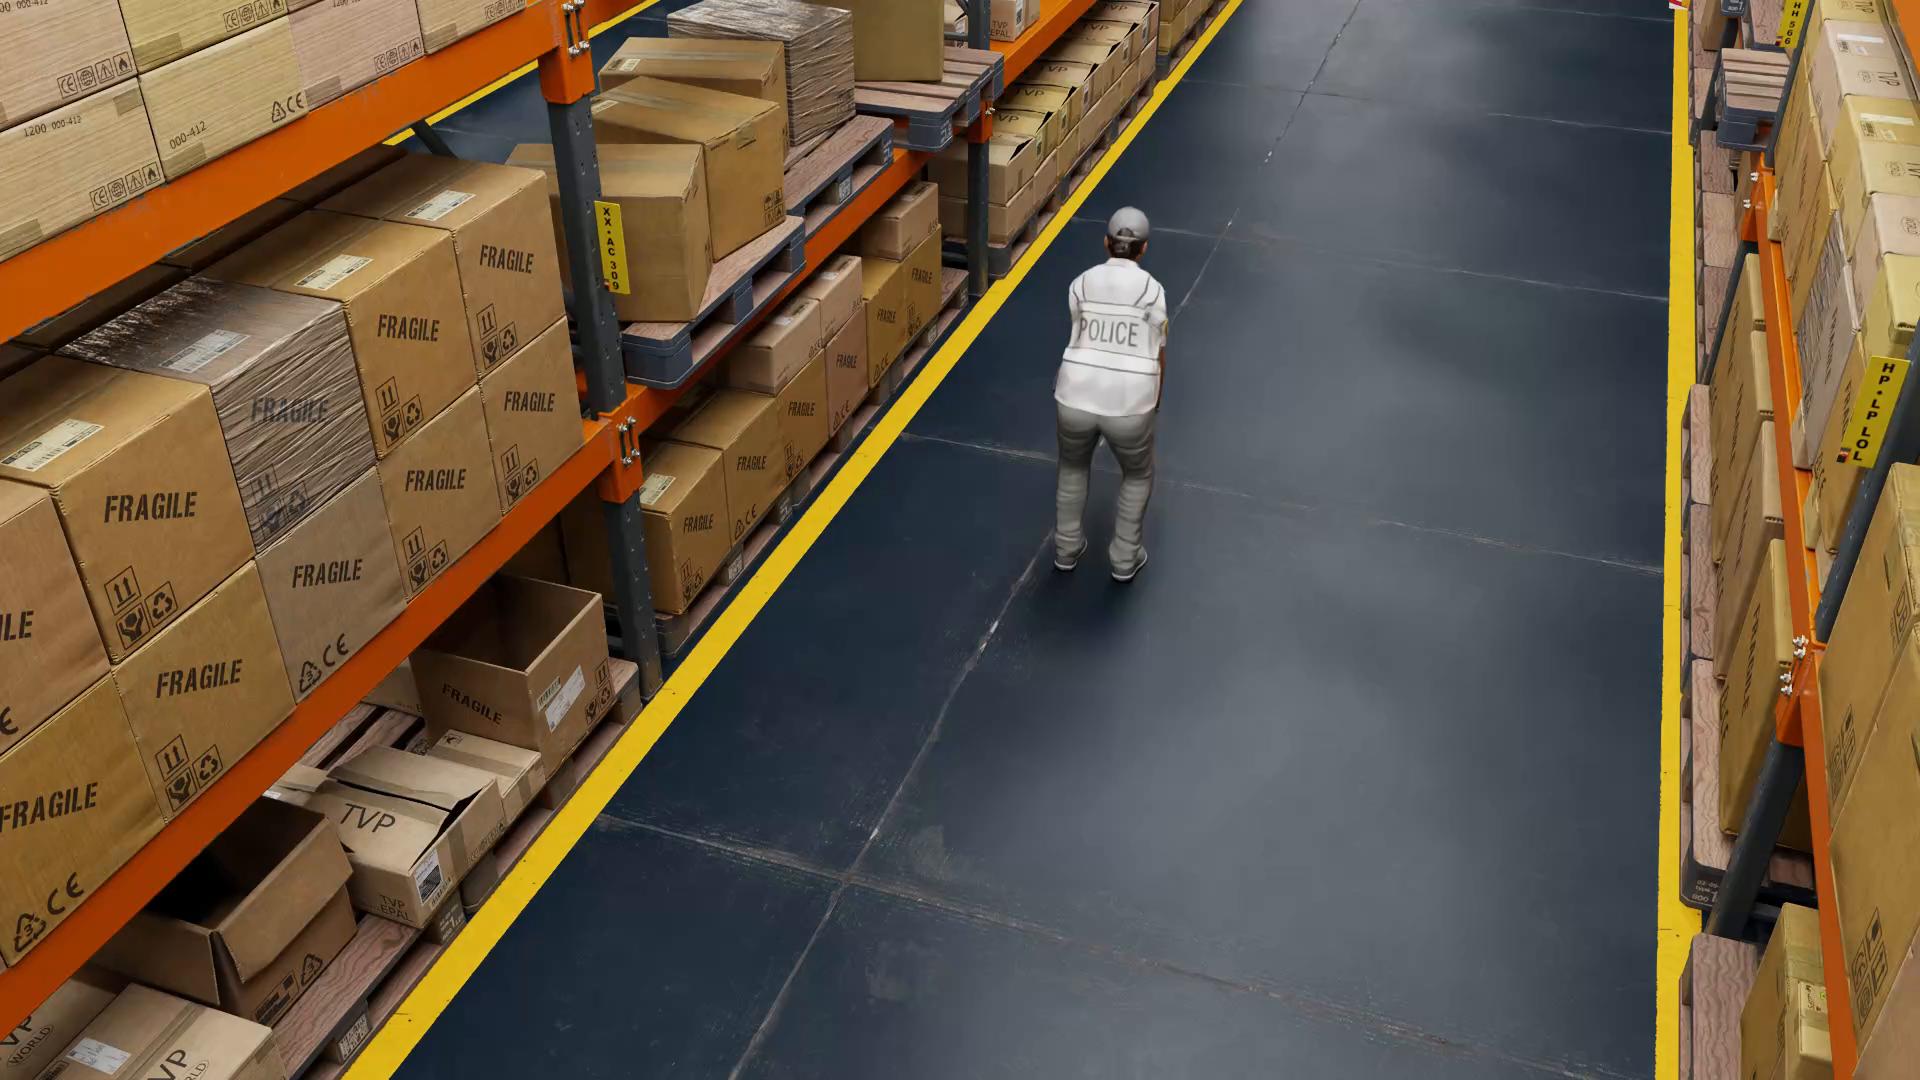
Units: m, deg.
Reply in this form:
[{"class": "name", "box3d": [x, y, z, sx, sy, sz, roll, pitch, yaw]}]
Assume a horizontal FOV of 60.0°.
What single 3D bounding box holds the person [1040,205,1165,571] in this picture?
[{"class": "person", "box3d": [0.603, -0.627, 7.024, 0.524, 1.598, 0.468, 9, 35, 14]}]
